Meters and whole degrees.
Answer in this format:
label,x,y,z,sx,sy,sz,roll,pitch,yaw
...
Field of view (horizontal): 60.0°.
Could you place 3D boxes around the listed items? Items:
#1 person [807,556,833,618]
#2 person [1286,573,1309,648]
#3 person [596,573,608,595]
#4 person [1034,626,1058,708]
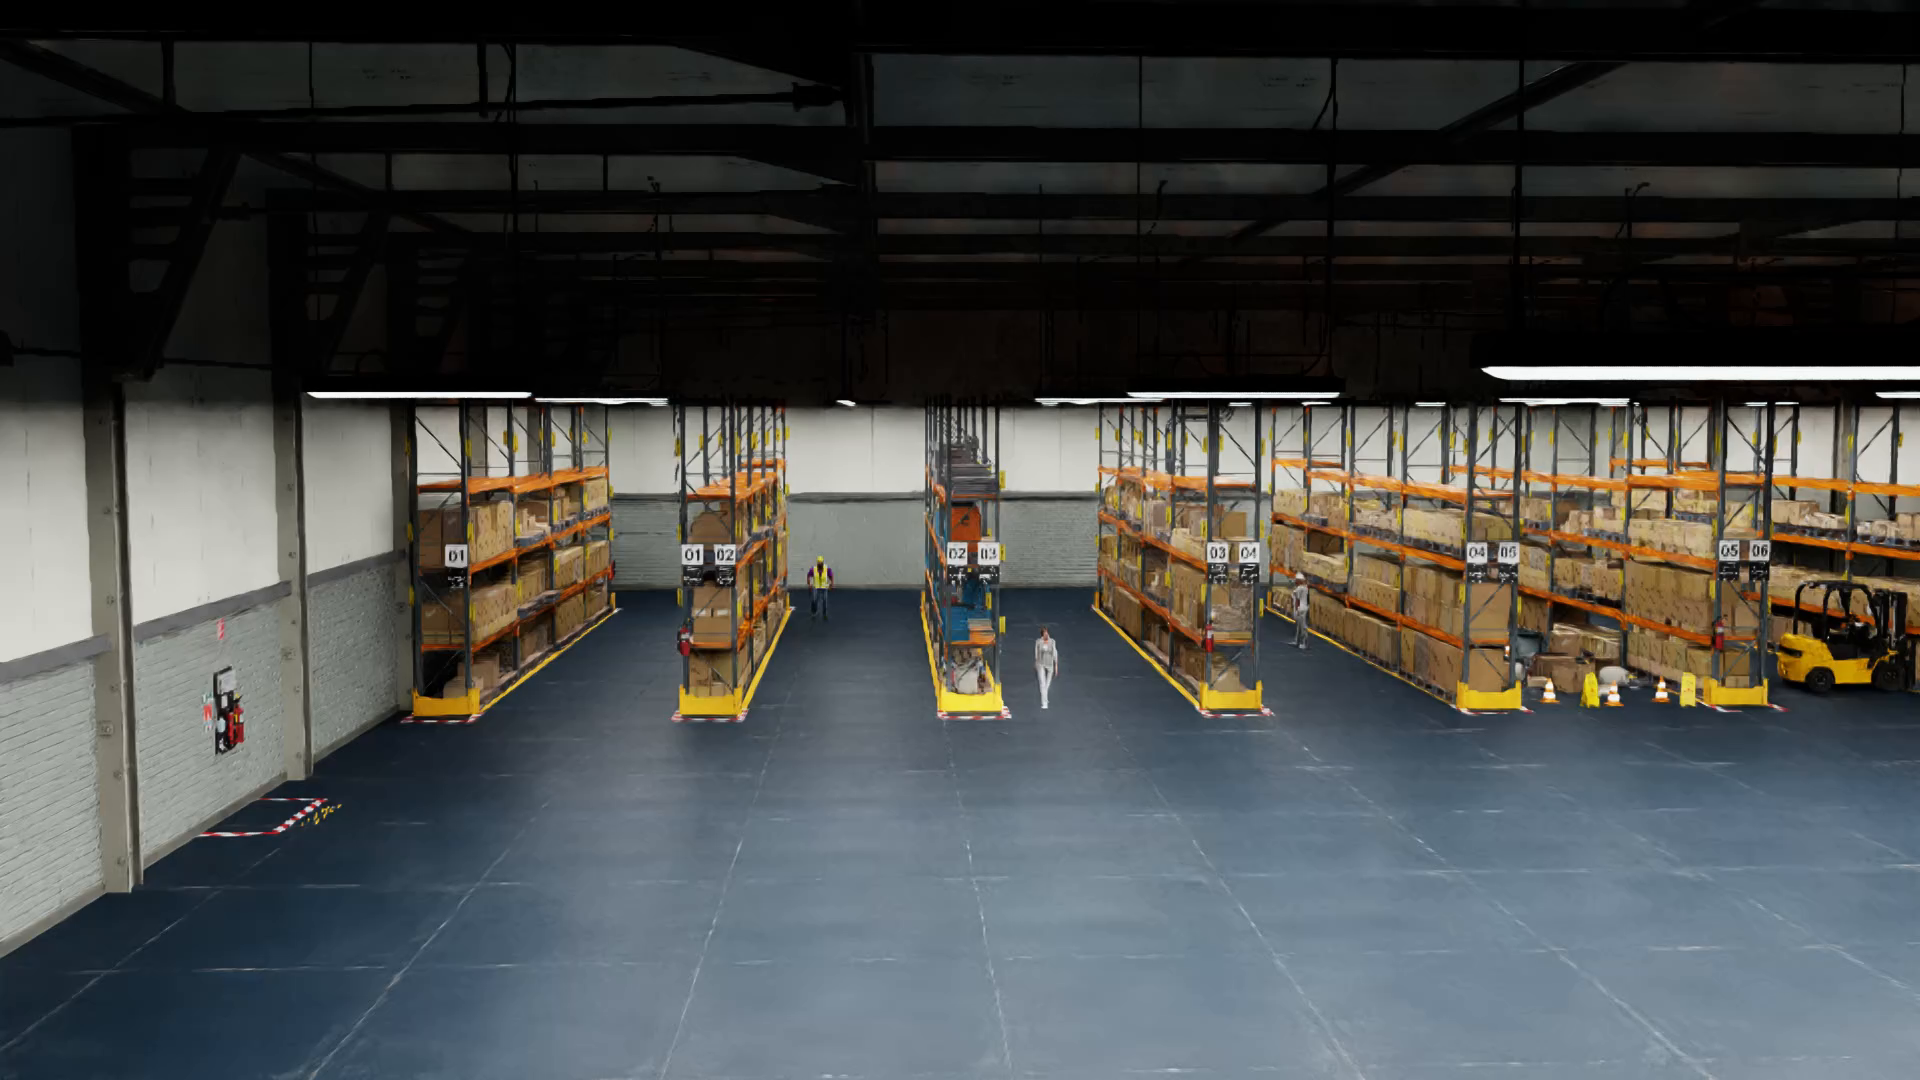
label,x,y,z,sx,sy,sz,roll,pitch,yaw
person,-3.813,1.292,45.373,0.719,1.714,0.578,0,5,-4
person,8.113,1.670,39.846,0.594,1.782,0.678,2,5,21
person,-10.973,0.864,50.884,0.463,1.673,0.554,4,6,43
person,1.662,2.416,32.013,0.430,1.539,0.949,0,5,-5
